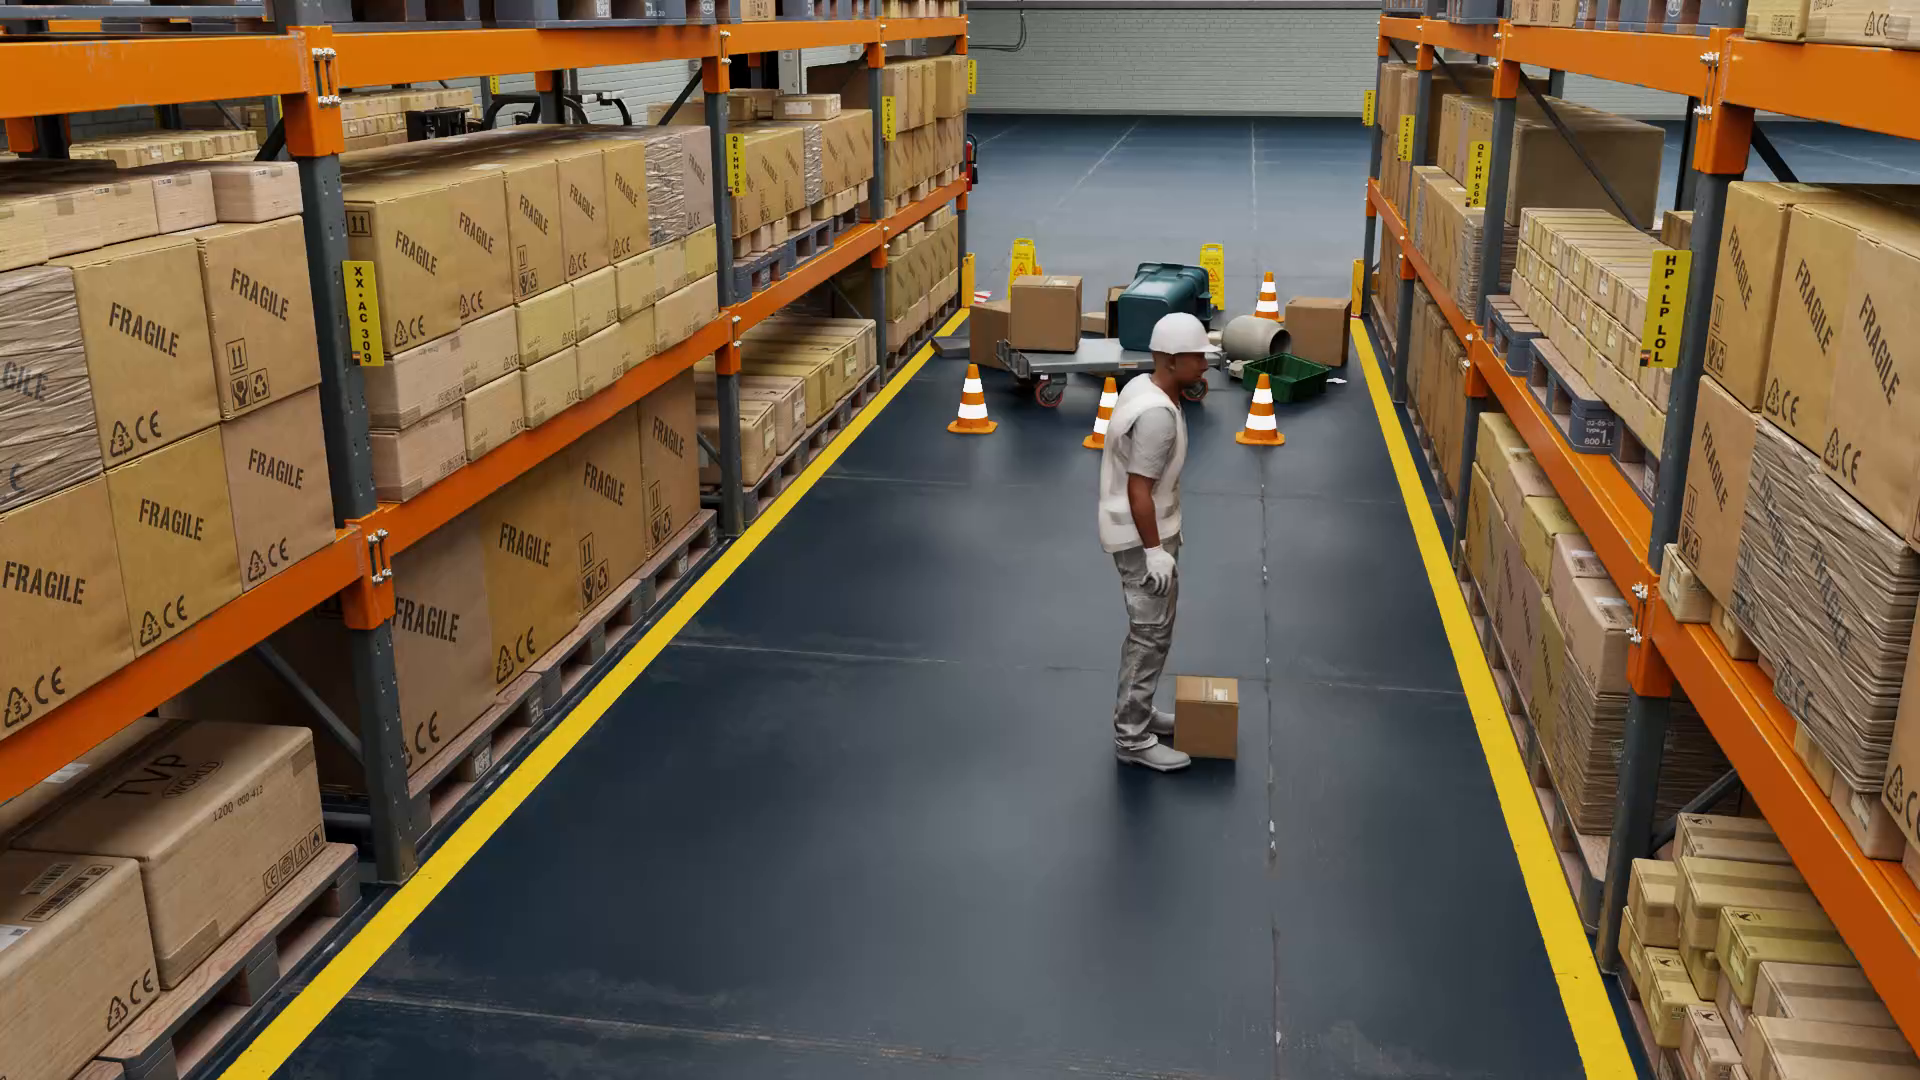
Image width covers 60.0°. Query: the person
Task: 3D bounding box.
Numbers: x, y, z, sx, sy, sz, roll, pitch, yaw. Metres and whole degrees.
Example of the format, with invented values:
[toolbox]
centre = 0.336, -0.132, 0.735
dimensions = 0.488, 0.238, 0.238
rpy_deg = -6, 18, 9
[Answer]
[person]
centre = 0.768, -0.008, 6.560
dimensions = 0.446, 1.775, 0.619
rpy_deg = 3, 18, 9
